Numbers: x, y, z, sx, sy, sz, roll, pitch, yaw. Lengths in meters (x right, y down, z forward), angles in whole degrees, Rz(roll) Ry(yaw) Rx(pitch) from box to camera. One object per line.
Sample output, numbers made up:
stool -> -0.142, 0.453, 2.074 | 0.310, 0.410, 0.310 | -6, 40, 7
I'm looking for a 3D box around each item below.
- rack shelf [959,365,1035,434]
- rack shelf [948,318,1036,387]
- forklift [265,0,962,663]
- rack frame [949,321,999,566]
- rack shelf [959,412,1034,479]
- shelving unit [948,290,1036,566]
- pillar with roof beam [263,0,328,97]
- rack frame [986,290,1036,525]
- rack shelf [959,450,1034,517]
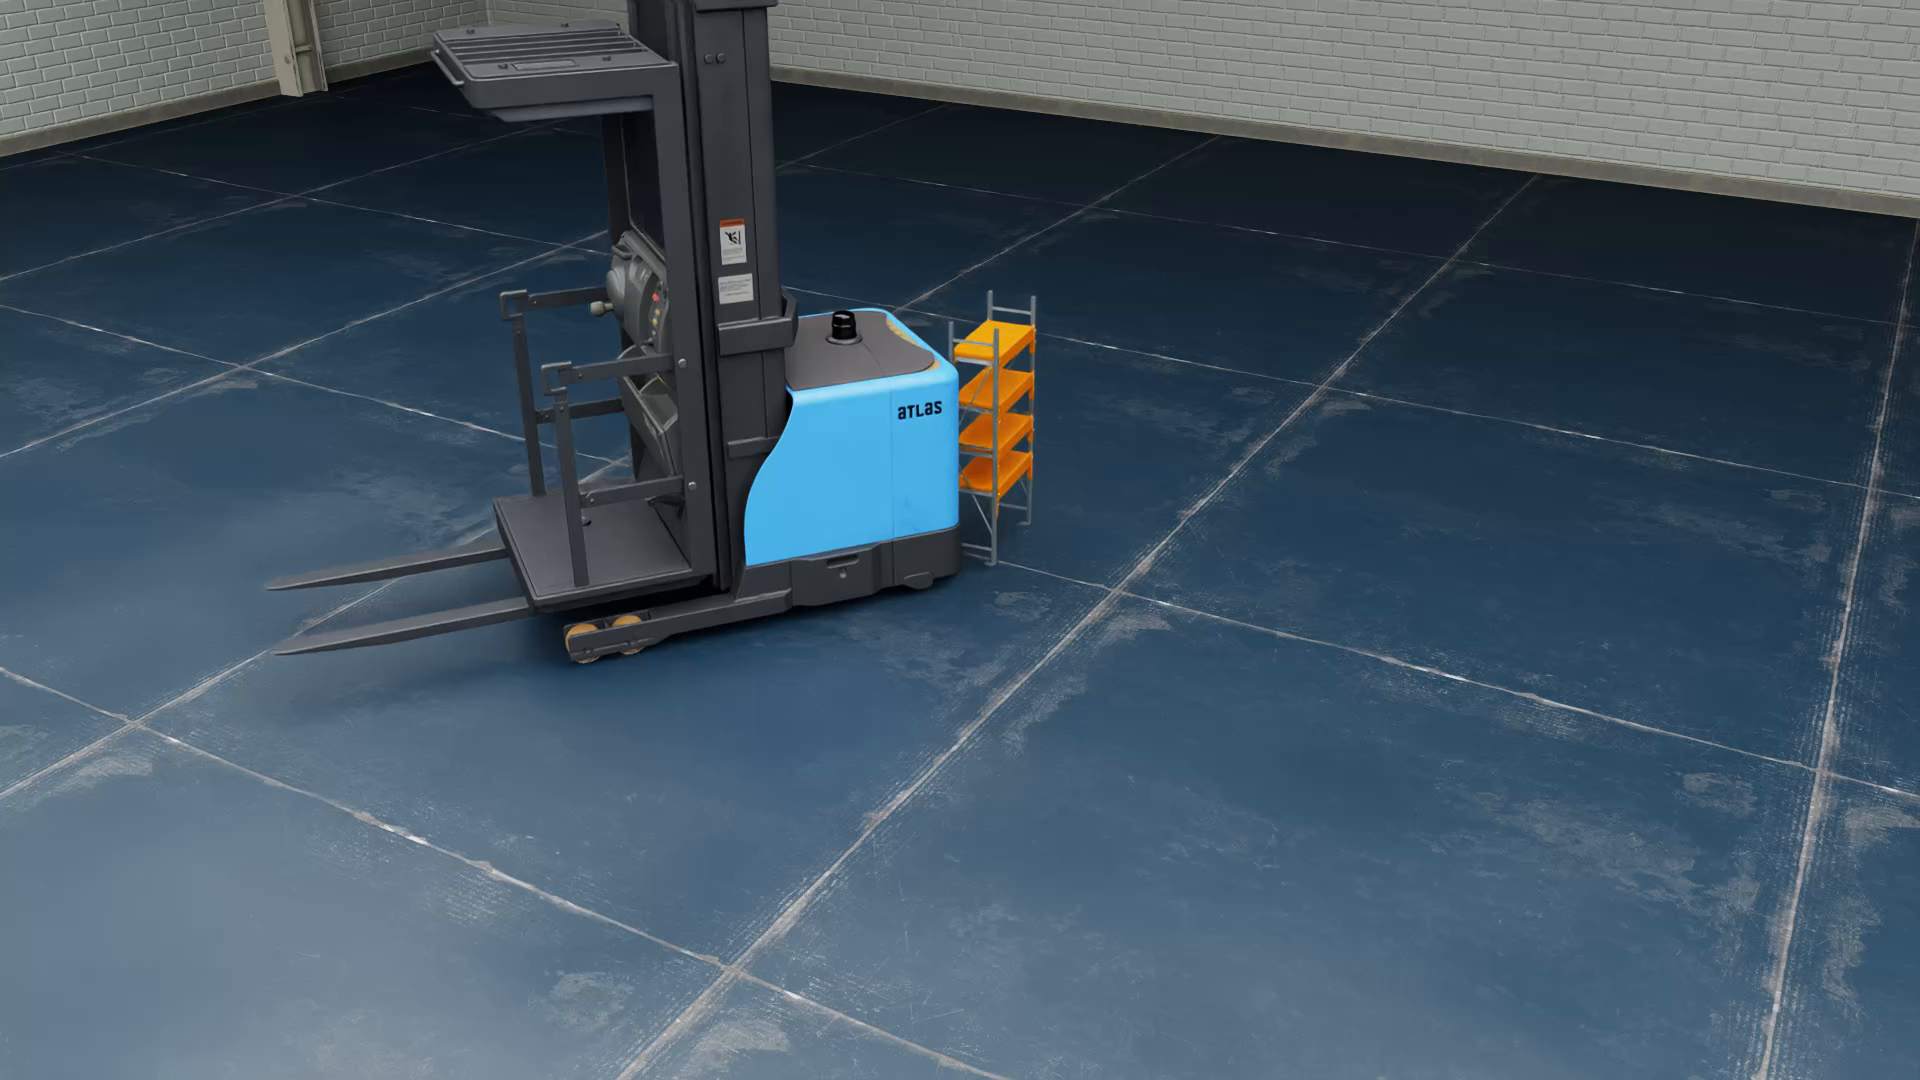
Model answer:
rack shelf -> 0.154, -0.674, 7.907 | 0.258, 0.148, 0.480 | 10, 28, 20
rack shelf -> 0.154, -0.886, 7.801 | 0.258, 0.148, 0.480 | 10, 28, 20
forklift -> -1.557, -1.047, 7.068 | 3.031, 2.935, 1.130 | -11, 29, -21
rack frame -> 0.062, -0.433, 7.775 | 0.240, 1.200, 0.015 | 10, 28, 20
rack shelf -> 0.154, -0.474, 8.007 | 0.258, 0.148, 0.480 | 10, 28, 20
shelving unit -> 0.154, -0.534, 7.977 | 0.258, 1.200, 0.503 | 10, 28, 20
pillar with roof beam -> -3.299, -7.890, 13.958 | 9.100, 9.000, 0.400 | 14, 30, 26
rack frame -> 0.247, -0.635, 8.179 | 0.240, 1.200, 0.015 | 10, 28, 20
rack shelf -> 0.154, -0.296, 8.096 | 0.258, 0.148, 0.480 | 10, 28, 20
